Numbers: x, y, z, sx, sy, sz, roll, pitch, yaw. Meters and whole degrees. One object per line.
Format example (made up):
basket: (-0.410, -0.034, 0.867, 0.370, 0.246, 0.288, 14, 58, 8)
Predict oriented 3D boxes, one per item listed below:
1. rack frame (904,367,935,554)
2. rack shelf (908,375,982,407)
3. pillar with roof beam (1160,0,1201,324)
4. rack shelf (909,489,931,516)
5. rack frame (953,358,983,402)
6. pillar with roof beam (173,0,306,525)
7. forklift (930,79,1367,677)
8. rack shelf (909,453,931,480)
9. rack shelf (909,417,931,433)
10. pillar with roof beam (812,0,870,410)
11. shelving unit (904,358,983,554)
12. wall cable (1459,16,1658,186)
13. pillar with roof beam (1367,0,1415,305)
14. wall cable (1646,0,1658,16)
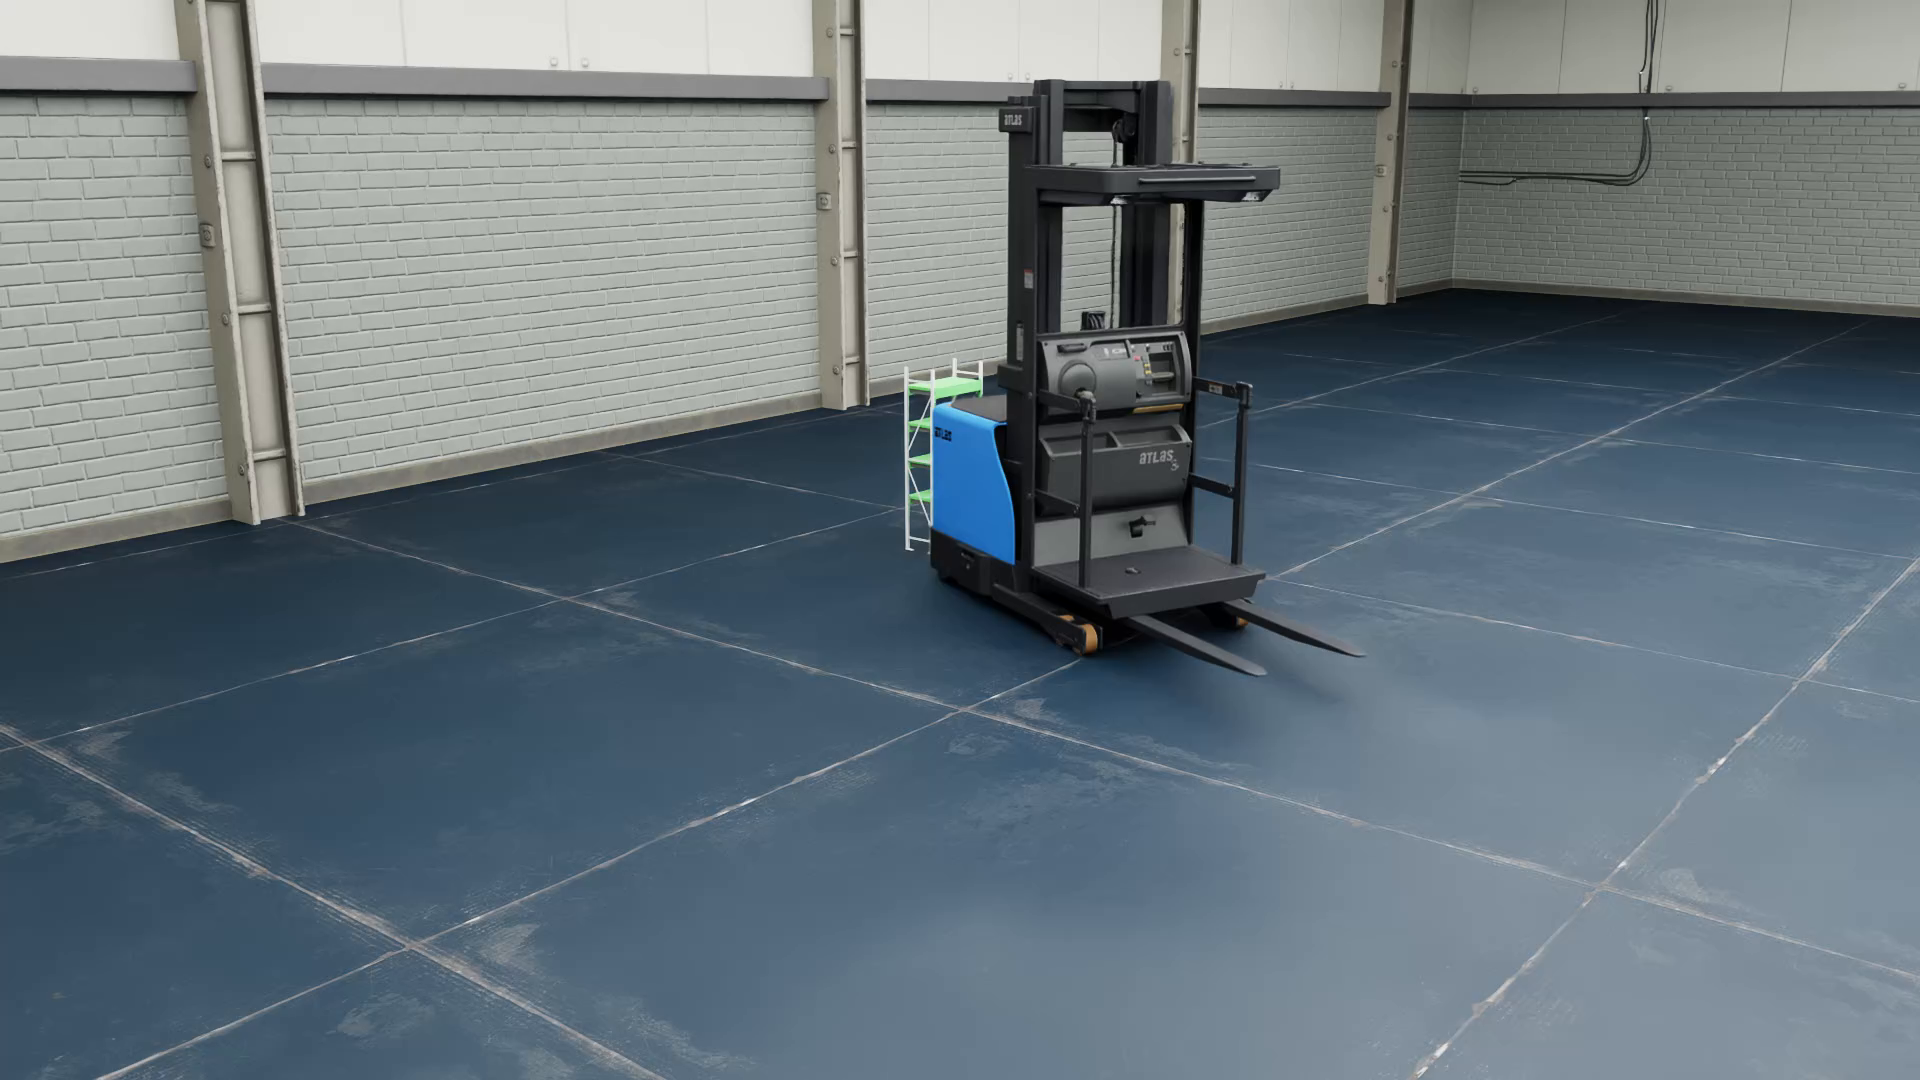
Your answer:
rack frame: (-0.257, -0.503, 10.666, 0.240, 1.200, 0.015, 11, 18, 38)
rack shelf: (-0.104, -0.953, 10.748, 0.258, 0.148, 0.480, 11, 18, 38)
pillar with roof beam: (5.993, -6.159, 17.091, 9.100, 9.000, 0.400, 11, 18, 38)
rack shelf: (-0.104, -0.255, 10.925, 0.258, 0.148, 0.480, 11, 18, 38)
rack frame: (0.049, -0.597, 11.034, 0.240, 1.200, 0.015, 11, 18, 38)
pillar with roof beam: (-1.549, -3.861, 8.045, 9.100, 9.000, 0.400, 11, 18, 38)
forklift: (0.960, -0.941, 8.873, 1.130, 2.935, 3.031, -8, 16, -27)
rack shelf: (-0.104, -0.488, 10.866, 0.258, 0.148, 0.480, 11, 18, 38)
rack shelf: (-0.104, -0.721, 10.807, 0.258, 0.148, 0.480, 11, 18, 38)
pillar with roof beam: (2.222, -5.010, 12.568, 9.100, 9.000, 0.400, 11, 18, 38)
shelving unit: (-0.104, -0.550, 10.850, 0.258, 1.200, 0.503, 11, 18, 38)
wall cable: (9.296, -6.829, 26.034, 3.097, 2.526, 0.112, 11, 18, 38)
pillar with roof beam: (9.764, -7.308, 21.614, 9.100, 9.000, 0.400, 11, 18, 38)
wall cable: (11.400, -8.858, 23.765, 3.097, 2.526, 0.112, 11, 18, 38)
